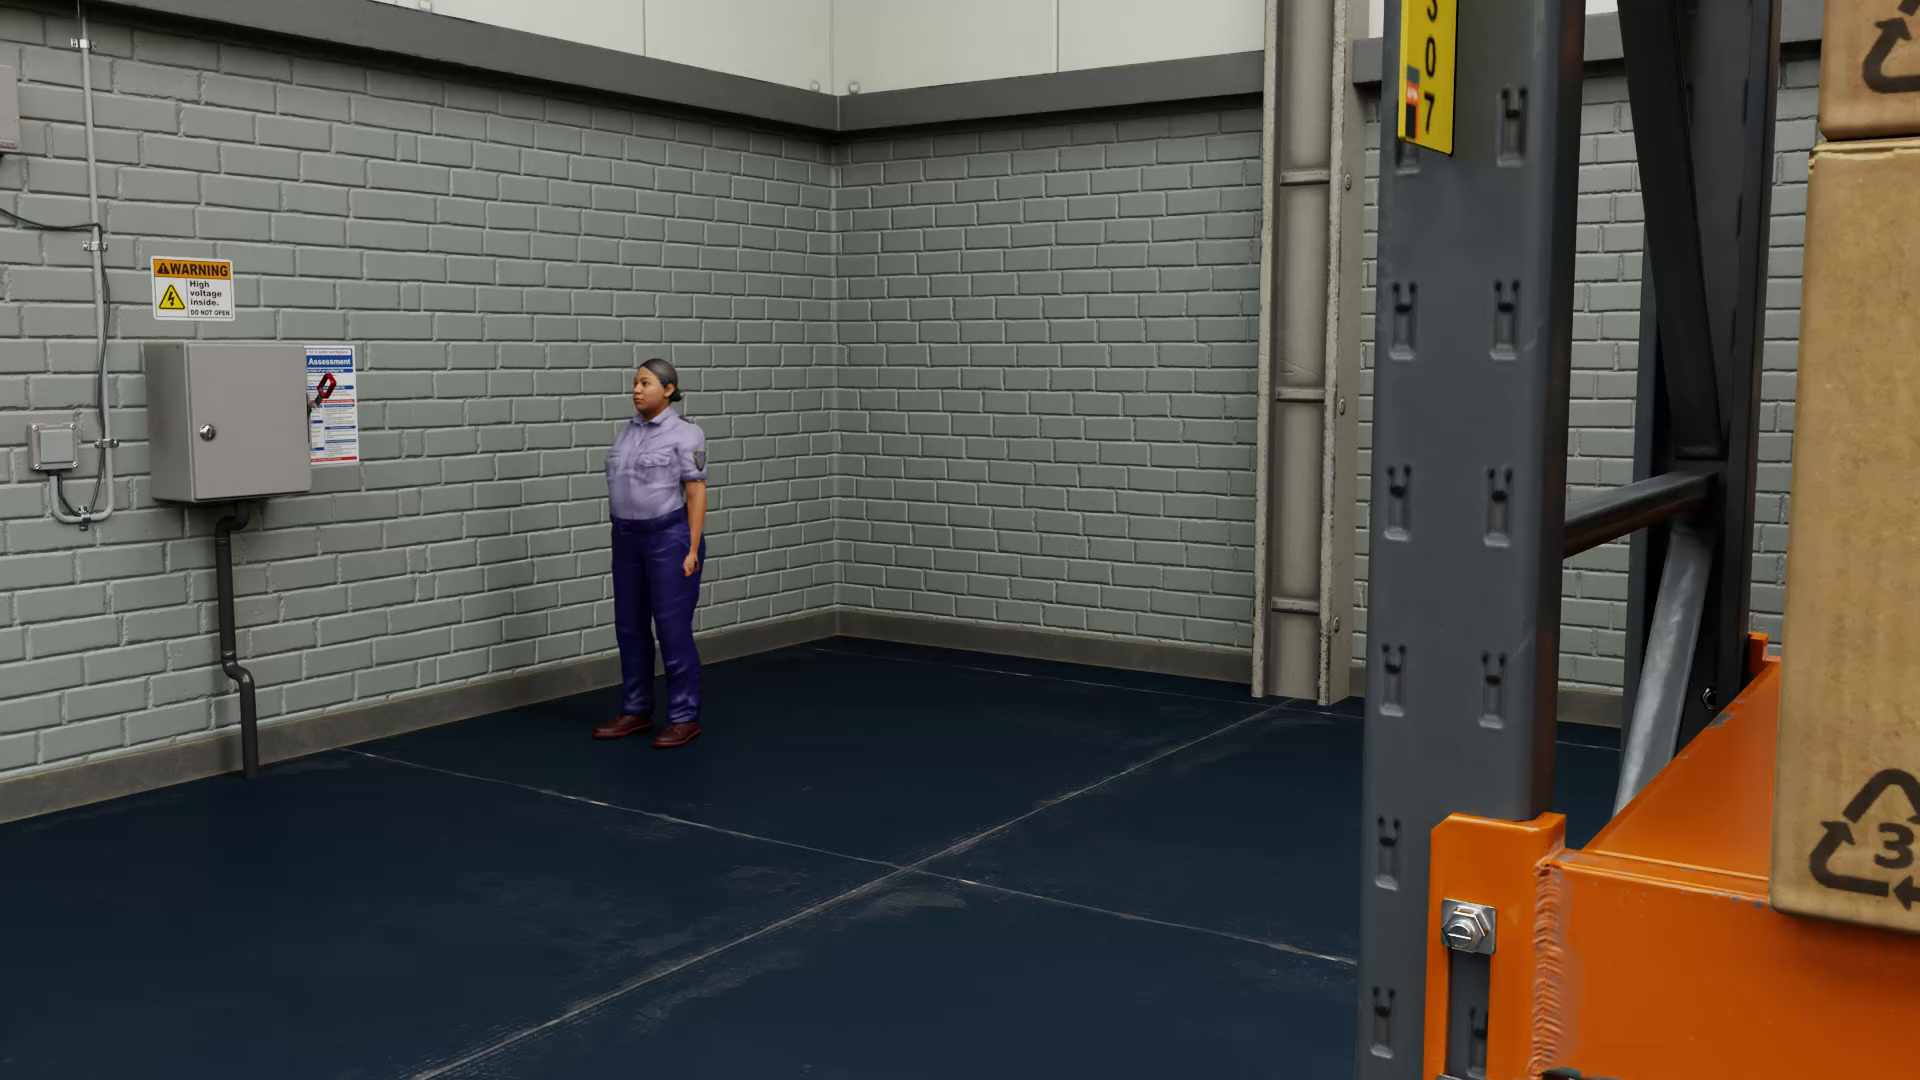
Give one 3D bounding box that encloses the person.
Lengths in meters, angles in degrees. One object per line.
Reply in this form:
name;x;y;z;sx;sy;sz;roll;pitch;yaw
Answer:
person;-1.324;0.054;7.180;0.487;1.632;0.361;4;7;29
